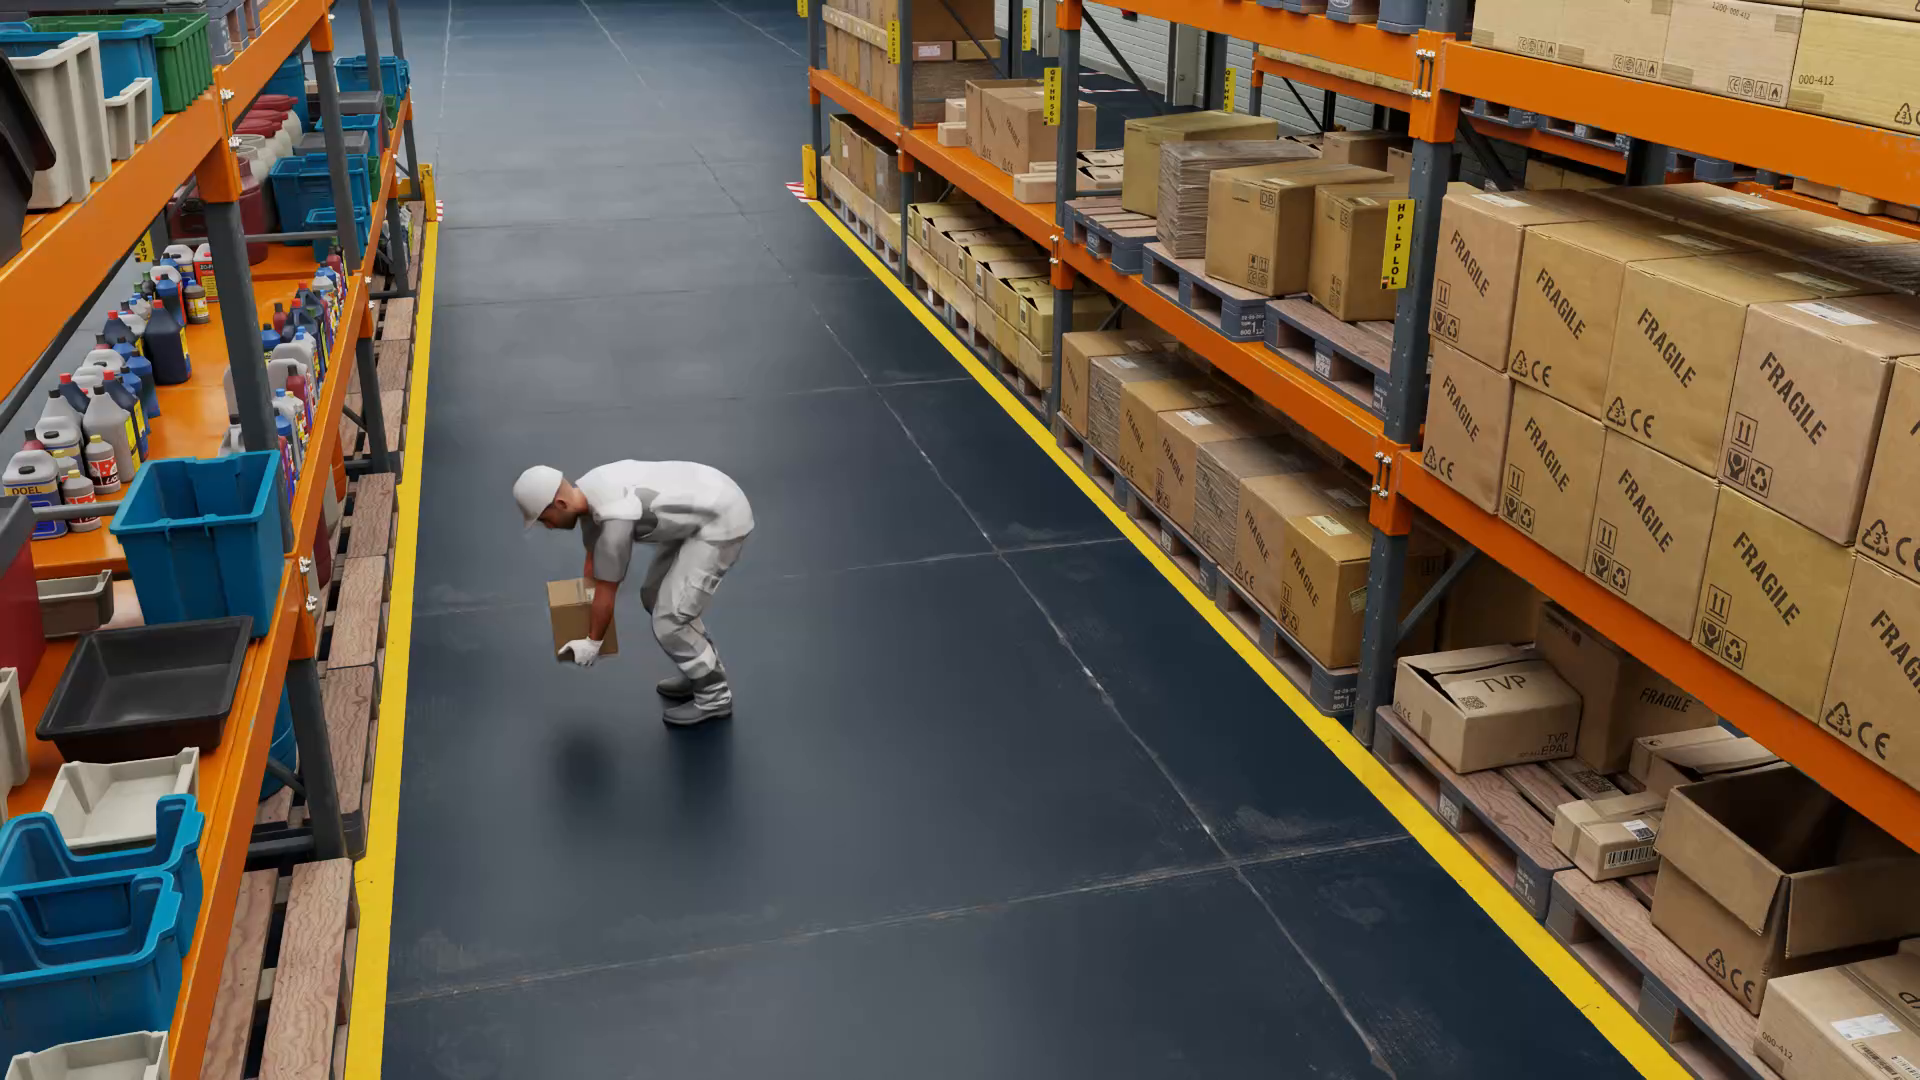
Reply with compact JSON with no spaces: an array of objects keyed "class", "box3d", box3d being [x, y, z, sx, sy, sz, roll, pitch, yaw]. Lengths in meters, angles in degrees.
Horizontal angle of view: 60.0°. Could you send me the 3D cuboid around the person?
[{"class":"person","box3d":[-1.320,0.198,6.903,0.947,1.157,0.520,-7,24,-17]}]
